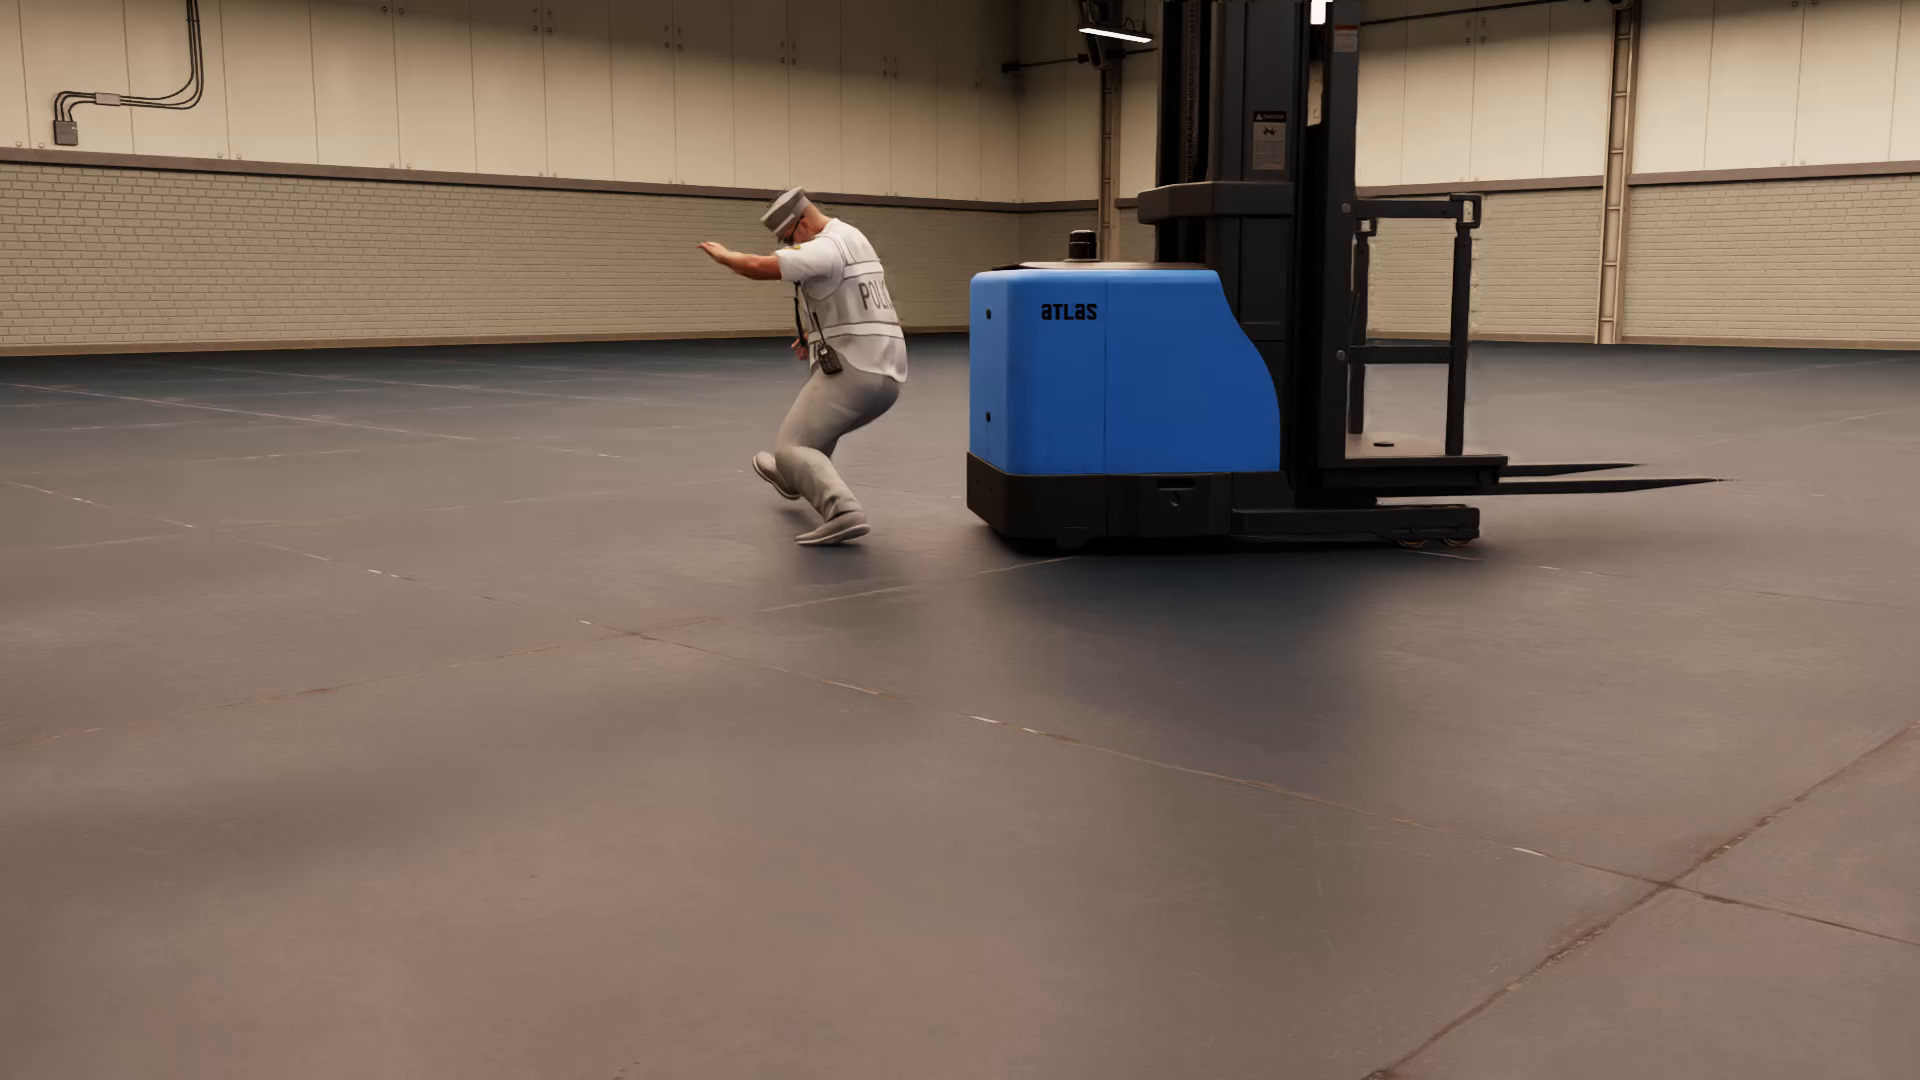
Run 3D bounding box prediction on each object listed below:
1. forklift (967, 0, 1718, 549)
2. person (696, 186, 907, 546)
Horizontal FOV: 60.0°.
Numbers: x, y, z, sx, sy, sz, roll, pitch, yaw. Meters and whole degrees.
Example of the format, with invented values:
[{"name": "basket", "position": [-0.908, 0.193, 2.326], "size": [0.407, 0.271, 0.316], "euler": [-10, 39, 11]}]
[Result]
[{"name": "forklift", "position": [1.593, -1.492, 6.784], "size": [3.031, 2.935, 1.130], "euler": [-1, 9, -9]}, {"name": "person", "position": [-0.675, -0.766, 7.125], "size": [1.119, 1.465, 1.134], "euler": [4, 9, 24]}]
